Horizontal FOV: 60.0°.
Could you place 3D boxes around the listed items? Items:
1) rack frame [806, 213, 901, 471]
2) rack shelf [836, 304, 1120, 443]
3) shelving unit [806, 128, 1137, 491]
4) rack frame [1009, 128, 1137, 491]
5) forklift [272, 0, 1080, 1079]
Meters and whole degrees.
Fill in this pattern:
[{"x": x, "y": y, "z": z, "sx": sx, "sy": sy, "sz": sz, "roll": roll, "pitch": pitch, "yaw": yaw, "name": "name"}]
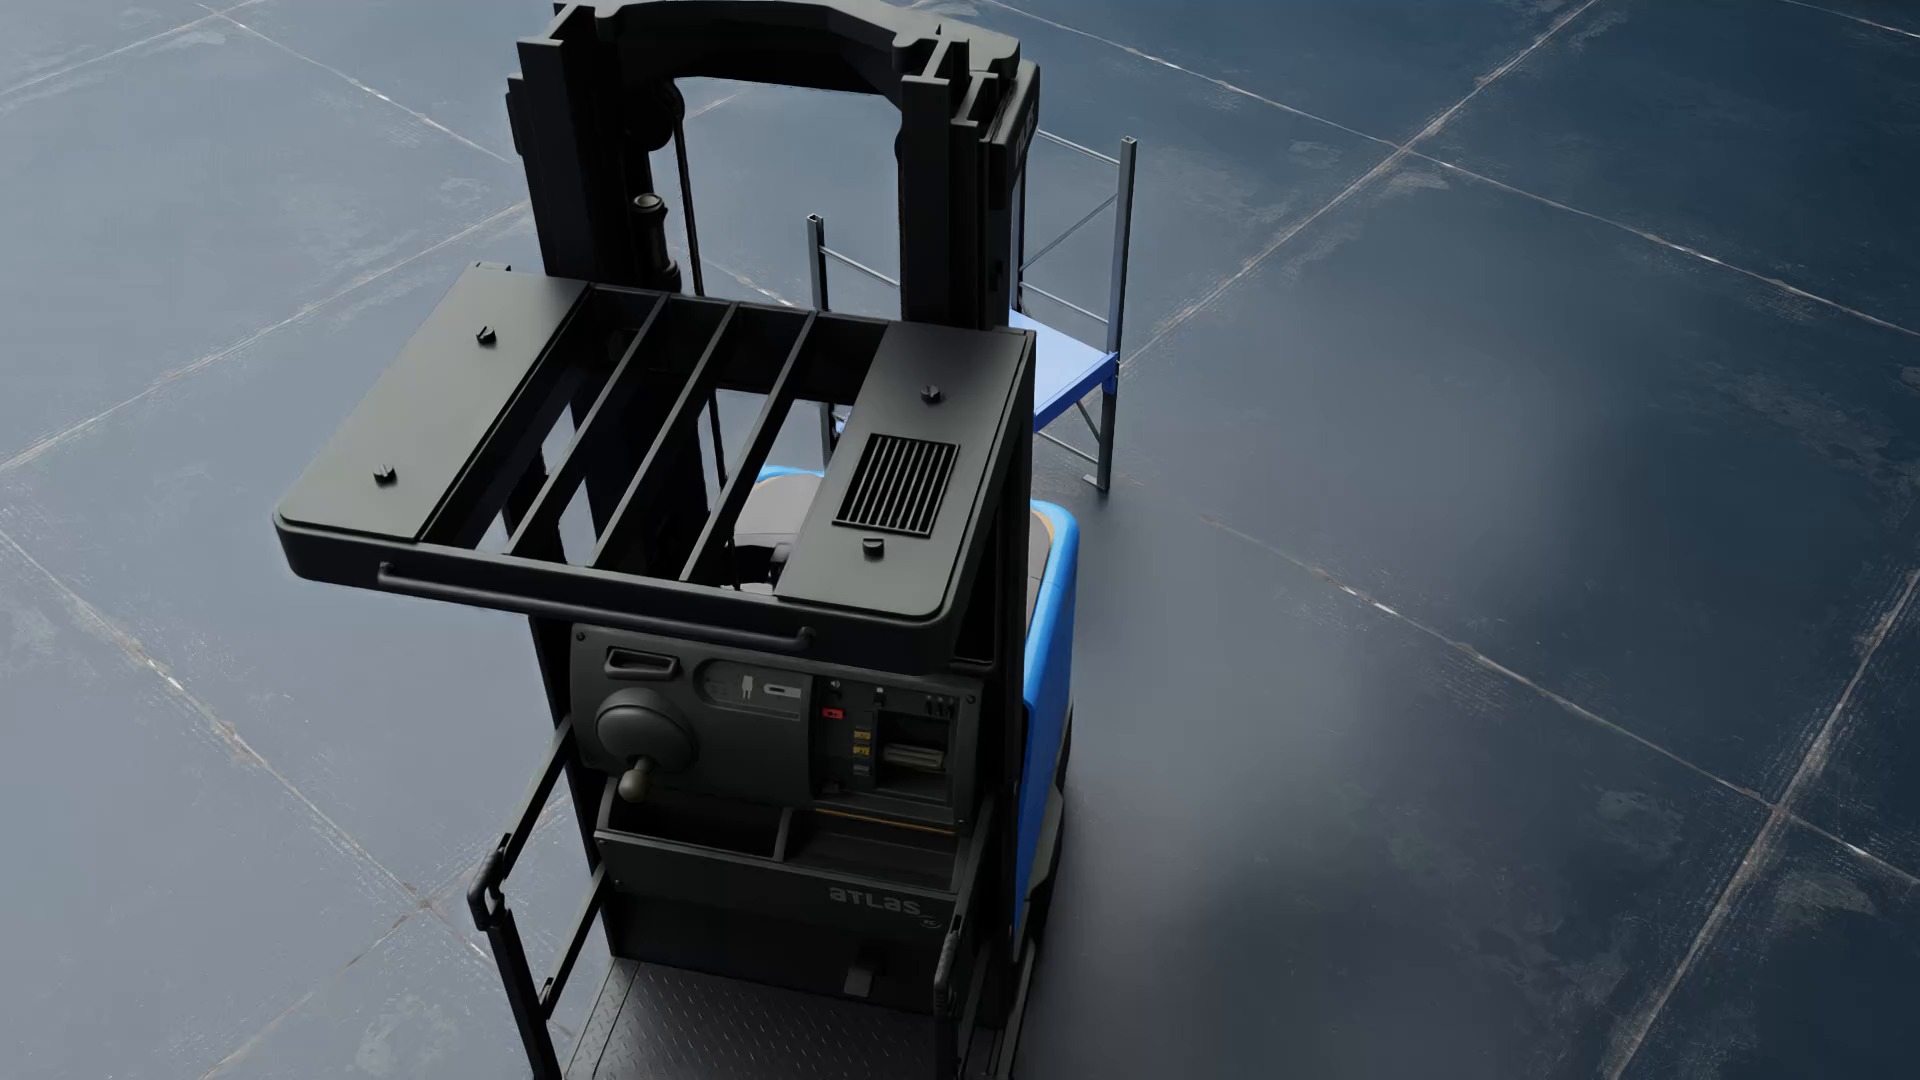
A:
[{"x": -0.272, "y": -0.337, "z": 5.506, "sx": 0.500, "sy": 1.500, "sz": 0.032, "roll": 29, "pitch": 50, "yaw": 28, "name": "rack frame"}, {"x": 0.055, "y": -0.466, "z": 5.915, "sx": 0.538, "sy": 0.185, "sz": 1.000, "roll": 29, "pitch": 50, "yaw": 28, "name": "rack shelf"}, {"x": 0.055, "y": -0.599, "z": 5.794, "sx": 0.538, "sy": 1.500, "sz": 1.048, "roll": 29, "pitch": 50, "yaw": 28, "name": "shelving unit"}, {"x": 0.382, "y": -0.861, "z": 6.082, "sx": 0.500, "sy": 1.500, "sz": 0.032, "roll": 29, "pitch": 50, "yaw": 28, "name": "rack frame"}, {"x": -0.456, "y": 0.510, "z": 3.510, "sx": 1.130, "sy": 2.935, "sz": 3.031, "roll": 8, "pitch": 43, "yaw": 9, "name": "forklift"}]
